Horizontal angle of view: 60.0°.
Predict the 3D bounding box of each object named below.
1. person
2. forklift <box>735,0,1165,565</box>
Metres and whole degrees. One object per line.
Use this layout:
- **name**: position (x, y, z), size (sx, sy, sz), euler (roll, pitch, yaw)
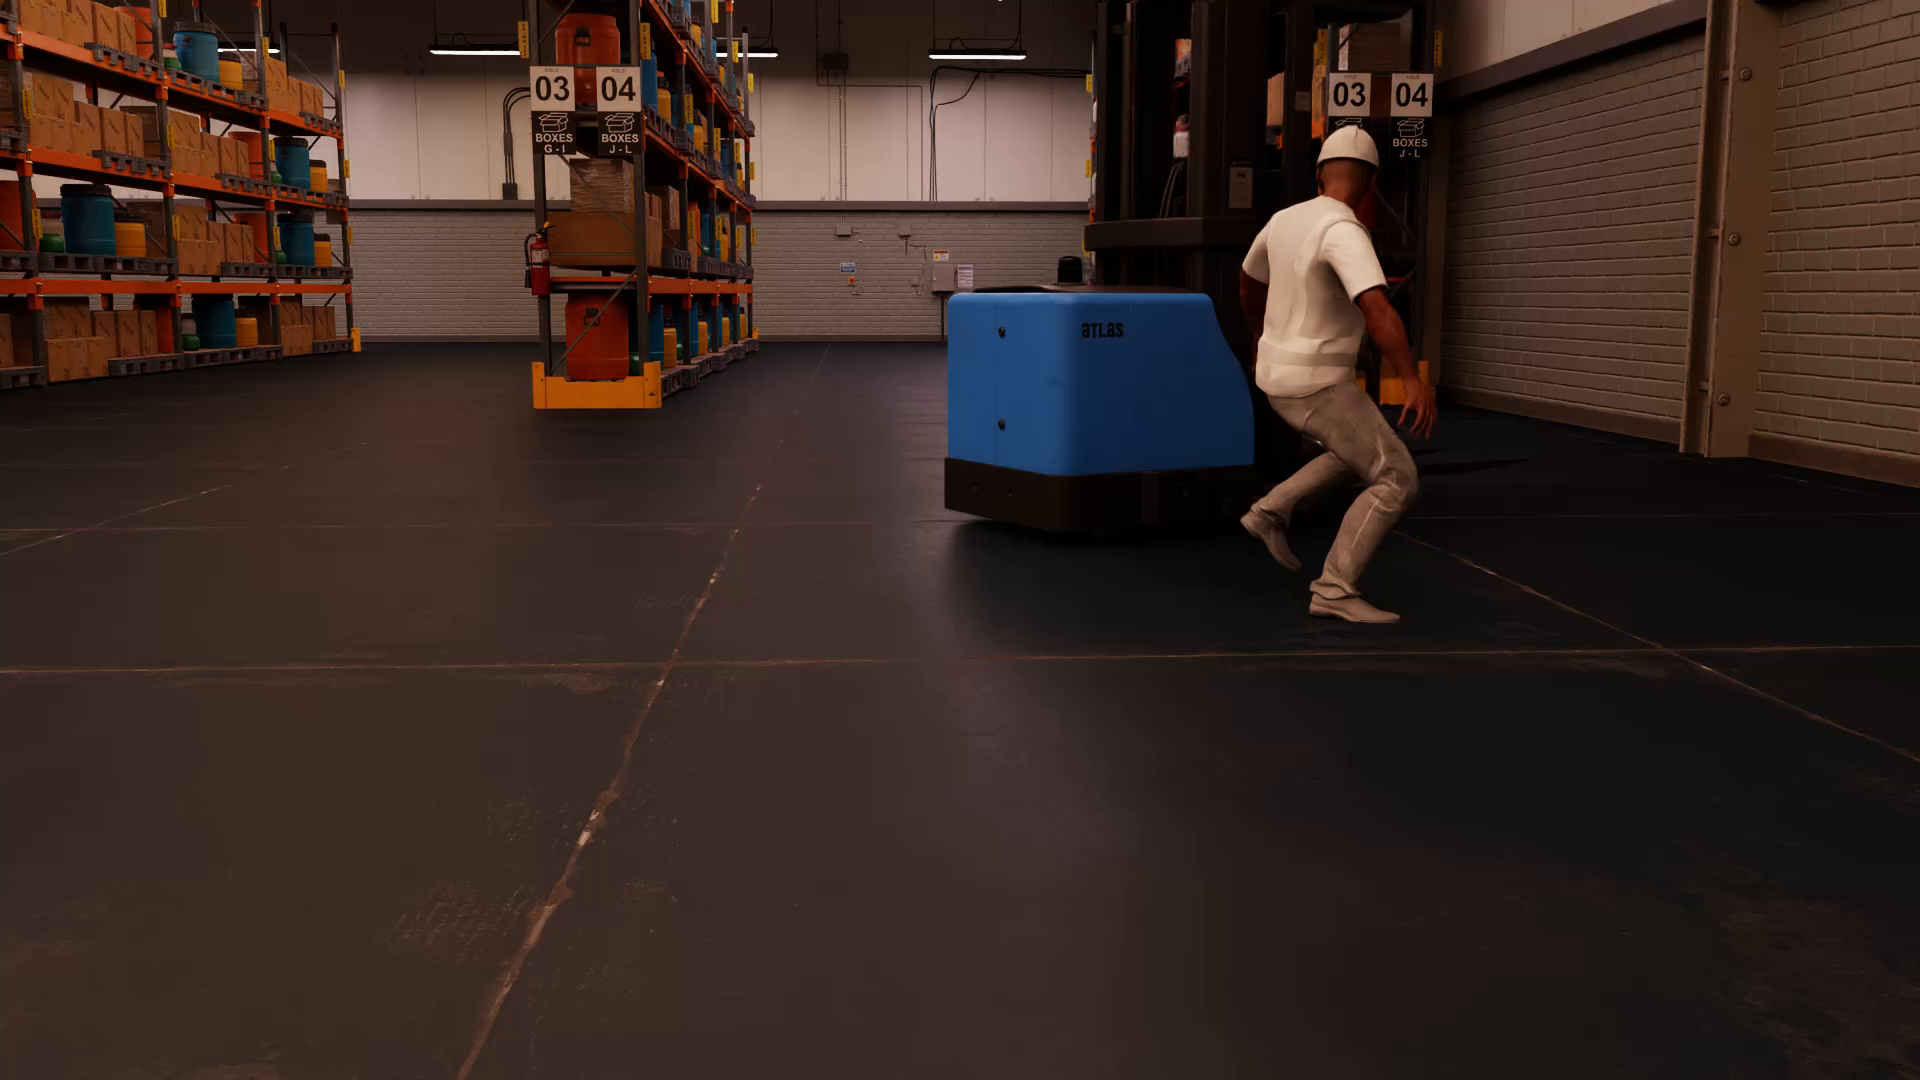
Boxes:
- **person**: position (2.183, -0.499, 4.693), size (0.626, 1.759, 0.463), euler (-7, 11, -41)
- **forklift**: position (-0.264, -1.530, 7.637), size (1.130, 2.935, 3.031), euler (-4, 9, -25)
